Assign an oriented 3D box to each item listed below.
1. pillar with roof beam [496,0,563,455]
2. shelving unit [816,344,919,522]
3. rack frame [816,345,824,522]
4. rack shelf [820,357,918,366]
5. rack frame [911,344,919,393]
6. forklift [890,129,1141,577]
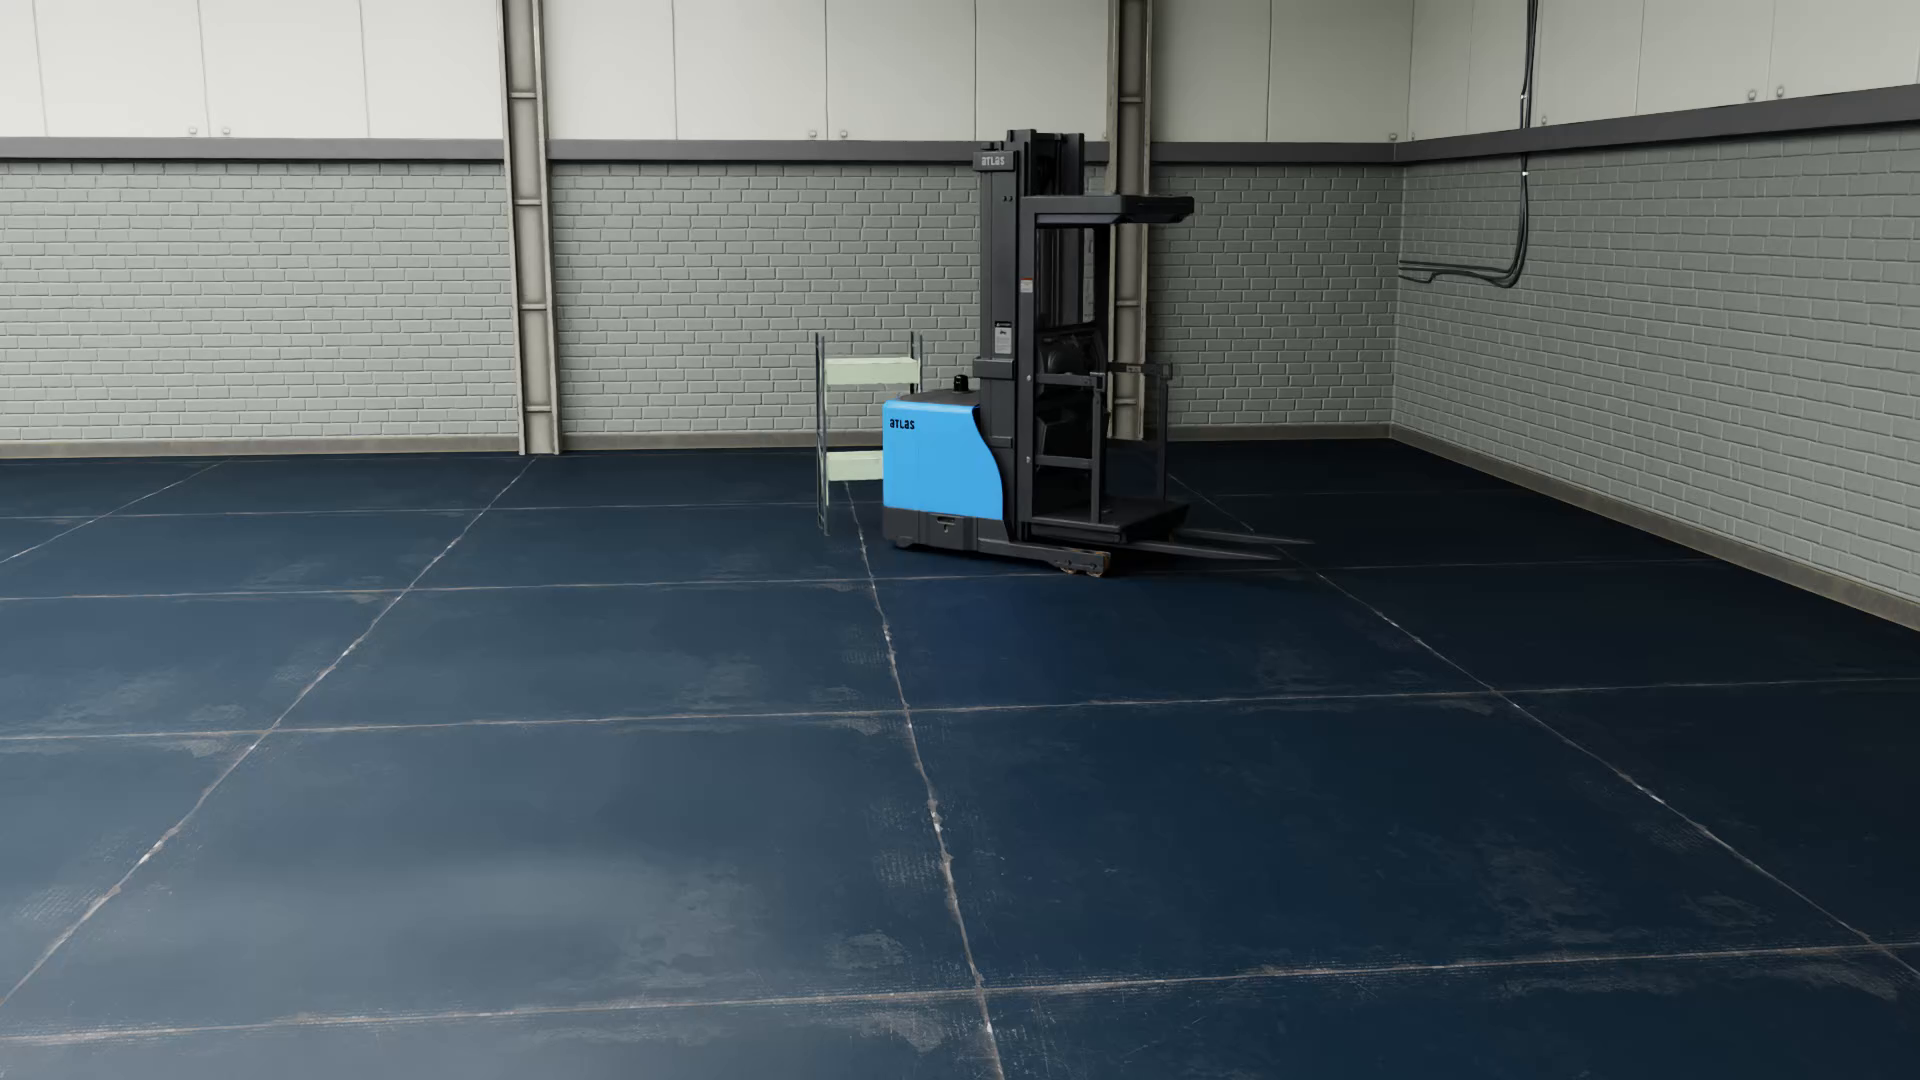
[{"bbox_3d":[-3.788,-4.481,11.833,0.400,9.000,9.100,-1,11,-6],"label":"pillar with roof beam"},{"bbox_3d":[-0.688,-0.812,12.610,0.742,1.308,0.380,-2,11,-12],"label":"shelving unit"},{"bbox_3d":[-1.046,-0.797,12.536,0.010,1.308,0.380,-2,11,-12],"label":"rack frame"},{"bbox_3d":[-0.688,-1.326,12.508,0.686,0.052,0.368,-2,11,-12],"label":"rack shelf"},{"bbox_3d":[-0.330,-0.826,12.684,0.010,1.308,0.380,-2,11,-12],"label":"rack frame"},{"bbox_3d":[0.943,-1.306,11.413,3.031,2.935,1.109,7,13,32],"label":"forklift"}]
